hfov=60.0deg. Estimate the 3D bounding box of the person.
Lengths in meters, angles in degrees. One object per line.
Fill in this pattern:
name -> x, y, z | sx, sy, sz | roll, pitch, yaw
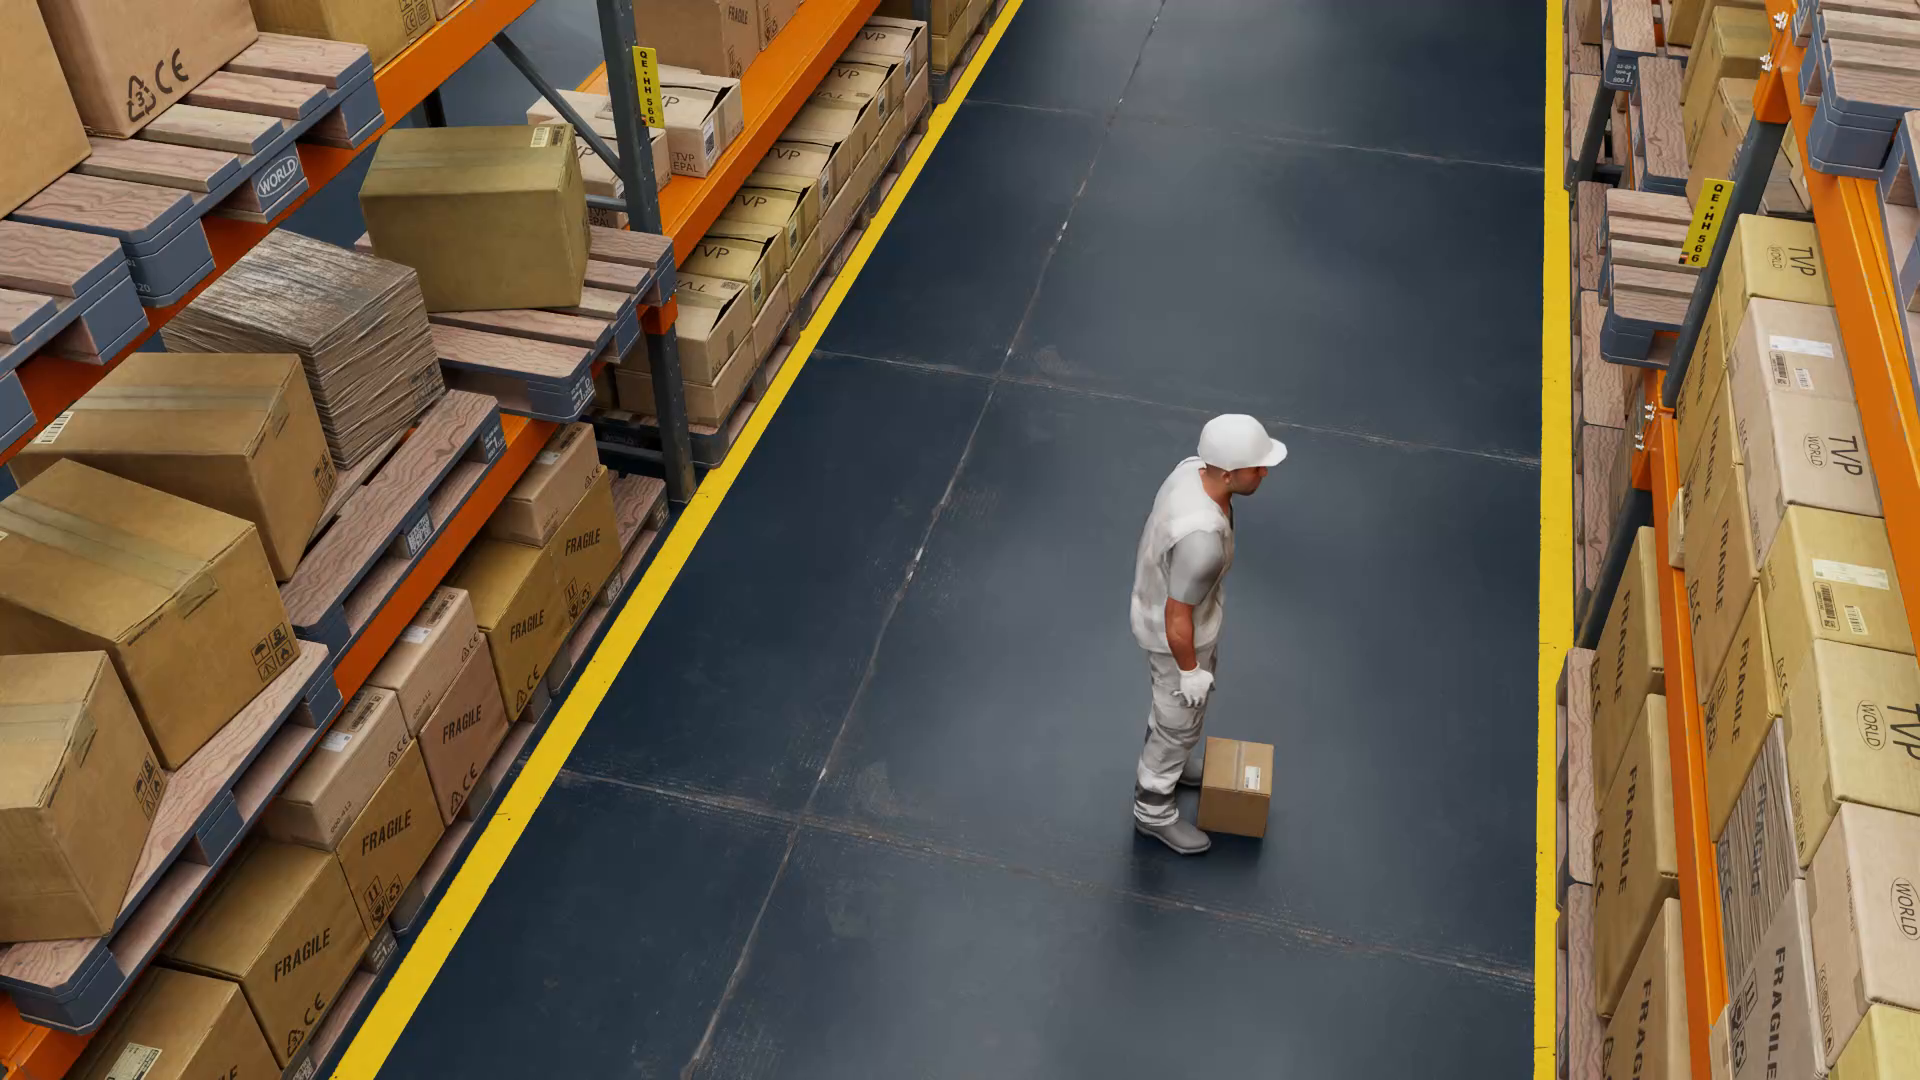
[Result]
person -> 0.815, 0.299, 5.798 | 0.447, 1.780, 0.619 | 8, 41, 9
